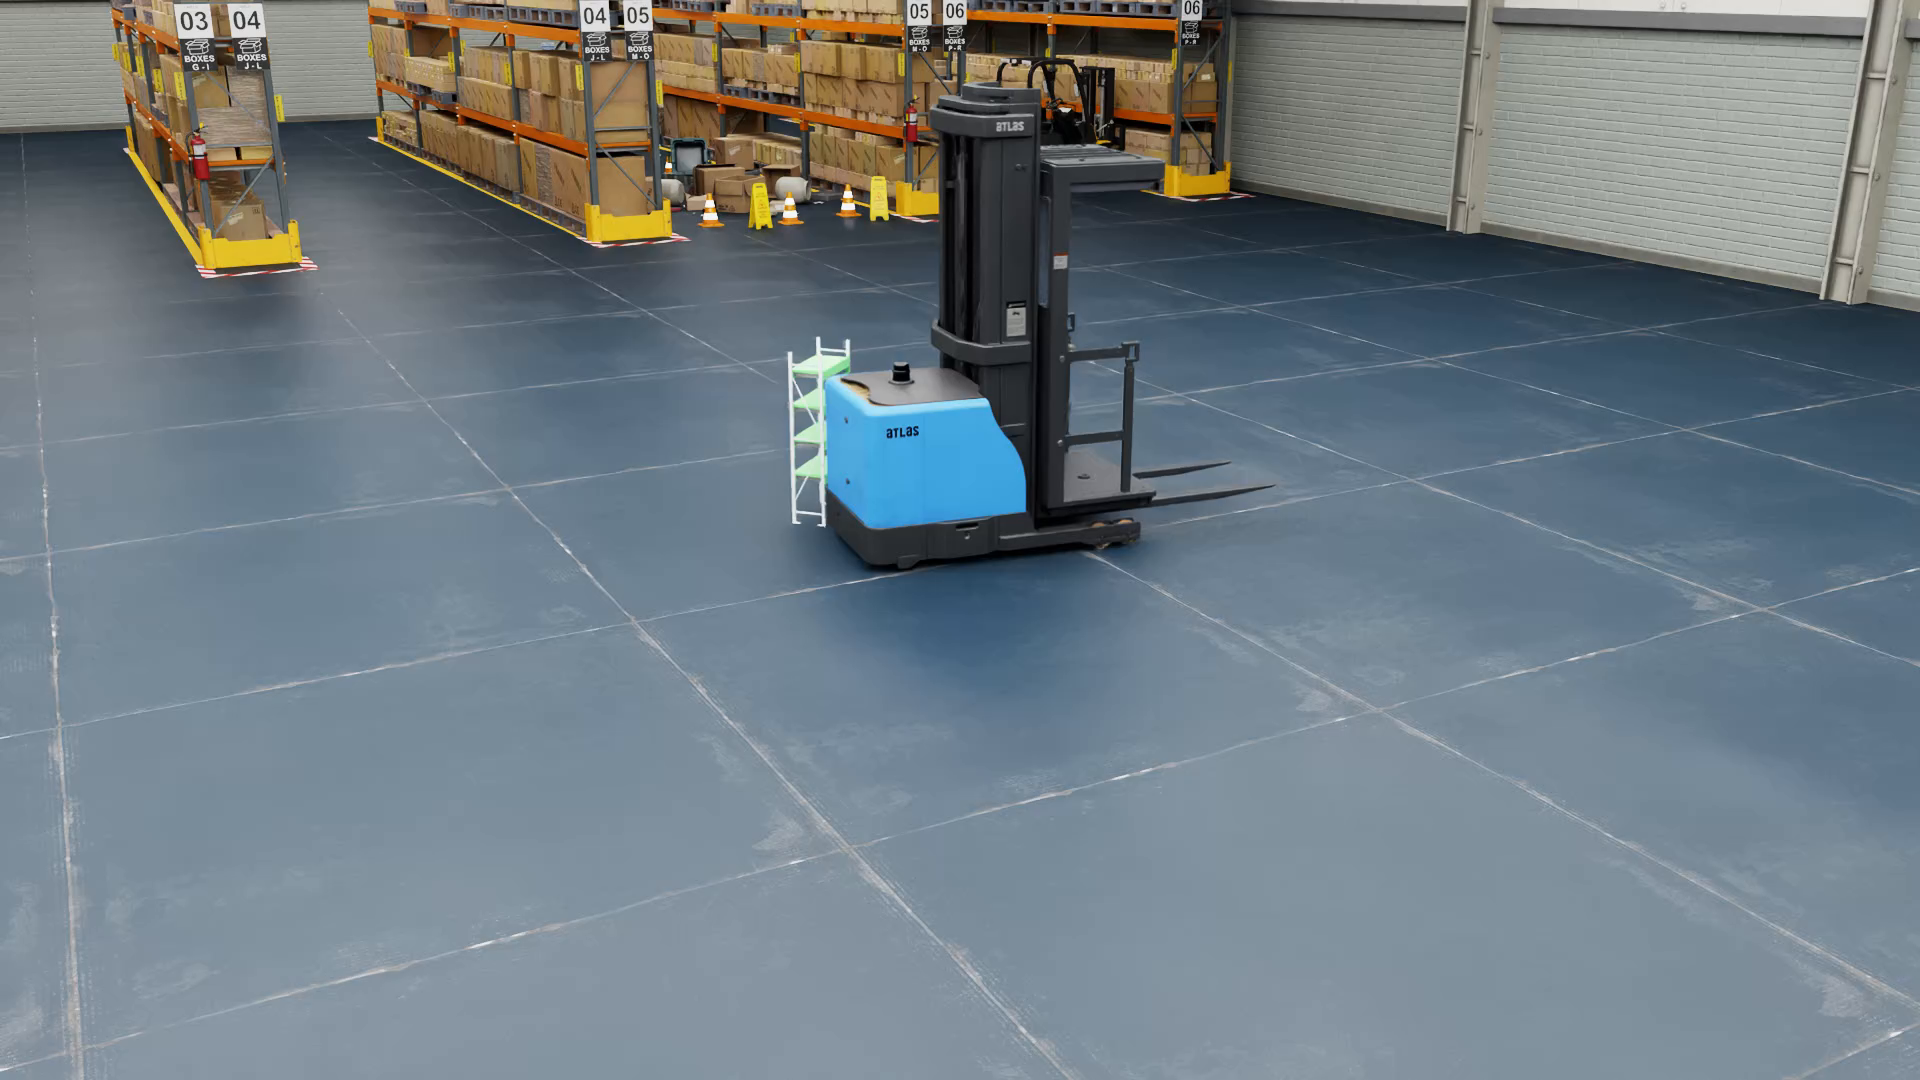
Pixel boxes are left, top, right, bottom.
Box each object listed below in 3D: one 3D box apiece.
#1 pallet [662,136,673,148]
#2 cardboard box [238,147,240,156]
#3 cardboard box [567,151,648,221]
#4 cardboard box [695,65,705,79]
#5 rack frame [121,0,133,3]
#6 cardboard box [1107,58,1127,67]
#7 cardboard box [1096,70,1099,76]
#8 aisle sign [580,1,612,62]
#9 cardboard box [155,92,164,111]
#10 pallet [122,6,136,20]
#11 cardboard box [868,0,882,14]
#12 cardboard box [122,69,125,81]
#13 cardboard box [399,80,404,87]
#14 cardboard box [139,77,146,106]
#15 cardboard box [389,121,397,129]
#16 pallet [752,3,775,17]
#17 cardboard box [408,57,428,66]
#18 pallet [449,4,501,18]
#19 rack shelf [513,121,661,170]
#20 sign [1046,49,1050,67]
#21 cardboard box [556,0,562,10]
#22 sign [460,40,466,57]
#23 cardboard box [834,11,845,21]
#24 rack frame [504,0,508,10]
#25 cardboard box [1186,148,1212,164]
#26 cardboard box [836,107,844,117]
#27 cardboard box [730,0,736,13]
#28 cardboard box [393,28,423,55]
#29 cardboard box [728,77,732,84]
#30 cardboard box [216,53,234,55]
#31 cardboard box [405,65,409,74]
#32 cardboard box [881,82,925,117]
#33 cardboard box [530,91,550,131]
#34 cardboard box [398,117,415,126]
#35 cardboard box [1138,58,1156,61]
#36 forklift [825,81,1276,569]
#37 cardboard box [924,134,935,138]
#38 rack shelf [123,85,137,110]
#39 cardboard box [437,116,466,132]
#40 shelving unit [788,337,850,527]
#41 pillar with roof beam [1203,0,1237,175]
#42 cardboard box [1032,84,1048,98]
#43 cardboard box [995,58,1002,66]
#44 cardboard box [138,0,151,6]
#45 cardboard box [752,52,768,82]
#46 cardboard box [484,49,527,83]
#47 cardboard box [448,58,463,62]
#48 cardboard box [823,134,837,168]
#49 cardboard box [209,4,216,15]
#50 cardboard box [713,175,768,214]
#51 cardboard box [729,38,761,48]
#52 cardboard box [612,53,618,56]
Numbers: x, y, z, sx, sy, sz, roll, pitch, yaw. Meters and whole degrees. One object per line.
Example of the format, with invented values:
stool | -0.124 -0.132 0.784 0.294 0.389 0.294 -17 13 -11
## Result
pallet | -5.644 -8.423 35.219 1.003 0.211 1.213 -10 21 -27
cardboard box | -9.127 -5.046 21.542 0.380 0.149 0.250 -10 21 -27
cardboard box | -5.067 -5.089 23.895 0.875 0.875 0.875 -10 21 -26
cardboard box | -4.878 -9.215 32.701 0.500 0.250 0.500 -11 22 -28
rack frame | -14.798 -11.252 29.945 1.000 3.000 0.127 -10 21 -27
cardboard box | 2.794 -8.355 29.143 0.380 0.149 0.250 -10 21 -26
cardboard box | 2.591 -8.274 29.364 0.380 0.149 0.250 -11 22 -28
aisle sign | -4.917 -6.873 22.465 0.394 0.787 0.004 -10 21 -27
cardboard box | -12.305 -6.879 26.054 0.500 0.250 0.500 -11 22 -28
pallet | -13.251 -8.773 27.649 1.213 0.211 1.003 -9 21 -24
cardboard box | -1.085 -8.246 25.605 0.500 0.250 0.500 -10 22 -27
cardboard box | -16.455 -9.306 33.277 0.500 0.250 0.500 -10 22 -27
cardboard box | -11.275 -9.377 34.092 0.380 0.149 0.250 -11 22 -29
cardboard box | -14.073 -7.857 29.150 0.500 0.500 0.500 -10 21 -26
cardboard box | -11.961 -8.871 35.511 0.380 0.149 0.250 -9 21 -25
pallet | -2.973 -9.475 29.681 1.213 0.211 1.003 -10 21 -27
cardboard box | -10.465 -9.253 32.178 0.380 0.149 0.250 -9 21 -25
pallet | -8.133 -9.159 28.768 1.213 0.211 1.003 -9 21 -24
rack shelf | -5.637 -5.945 24.864 1.077 0.370 4.000 -10 21 -27
sign | 1.616 -8.848 30.520 0.100 0.325 0.005 -10 21 -27
cardboard box | -5.384 -7.445 23.097 0.380 0.149 0.250 -10 21 -26
sign | -9.898 -9.790 33.129 0.100 0.325 0.005 -10 21 -27
cardboard box | -1.811 -8.443 26.787 0.380 0.149 0.250 -10 22 -28
rack frame | -6.586 -9.695 25.432 1.000 3.000 0.127 -10 21 -27
cardboard box | 3.948 -6.579 28.403 0.500 0.250 0.500 -10 21 -26
cardboard box | -1.811 -7.027 27.283 0.380 0.149 0.250 -10 21 -26
cardboard box | -4.056 -9.967 31.026 0.396 0.266 0.258 -10 21 -27
cardboard box | -11.097 -10.057 33.535 0.500 0.500 0.500 -11 22 -28
cardboard box | -4.187 -8.761 31.663 0.380 0.149 0.250 -11 22 -30
cardboard box | -10.543 -6.694 23.789 0.500 0.500 0.500 -10 21 -27
cardboard box | -10.603 -9.192 32.455 0.380 0.149 0.250 -10 21 -26
cardboard box | -0.879 -6.807 25.652 0.500 0.500 0.500 -10 22 -28
cardboard box | -5.967 -6.498 25.135 0.875 0.550 0.550 -10 21 -27
cardboard box | -11.467 -8.712 34.596 0.380 0.149 0.250 -11 22 -29
cardboard box | 3.307 -8.349 29.124 0.380 0.149 0.250 -10 21 -26
forklift | 0.666 -1.484 10.940 3.031 2.935 1.130 -7 20 -20
cardboard box | -0.429 -8.823 35.291 0.500 0.500 0.500 -10 22 -27
rack shelf | -15.748 -8.650 32.705 1.077 0.370 4.000 -10 21 -27
cardboard box | -9.518 -7.826 31.251 0.500 0.250 0.500 -9 21 -25
shelving unit | -0.957 -0.748 11.456 0.258 1.200 0.503 6 20 17
pillar with roof beam | 0.662 -9.785 25.693 9.100 9.000 0.400 -10 21 -27
cardboard box | 1.619 -8.458 31.274 0.500 0.250 0.500 -9 21 -25
cardboard box | 0.904 -9.269 32.246 0.380 0.149 0.250 -11 22 -28
cardboard box | -12.419 -8.505 25.663 0.500 0.500 0.500 -11 22 -28
cardboard box | -3.425 -8.580 30.144 0.500 0.500 0.500 -11 22 -29
cardboard box | -7.551 -7.958 27.910 0.700 0.500 0.500 -10 22 -27
cardboard box | -9.649 -9.205 32.038 0.380 0.149 0.250 -10 21 -27
cardboard box | -1.971 -6.545 27.922 0.500 0.500 0.500 -9 21 -24
cardboard box | -9.527 -6.631 20.771 0.380 0.149 0.250 -11 22 -28
cardboard box | -3.441 -5.438 26.121 0.637 0.503 0.797 7 20 20
cardboard box | -4.196 -9.502 32.385 0.500 0.500 0.500 -11 22 -28
cardboard box | -7.511 -10.675 37.315 0.500 0.500 0.500 -10 21 -27
